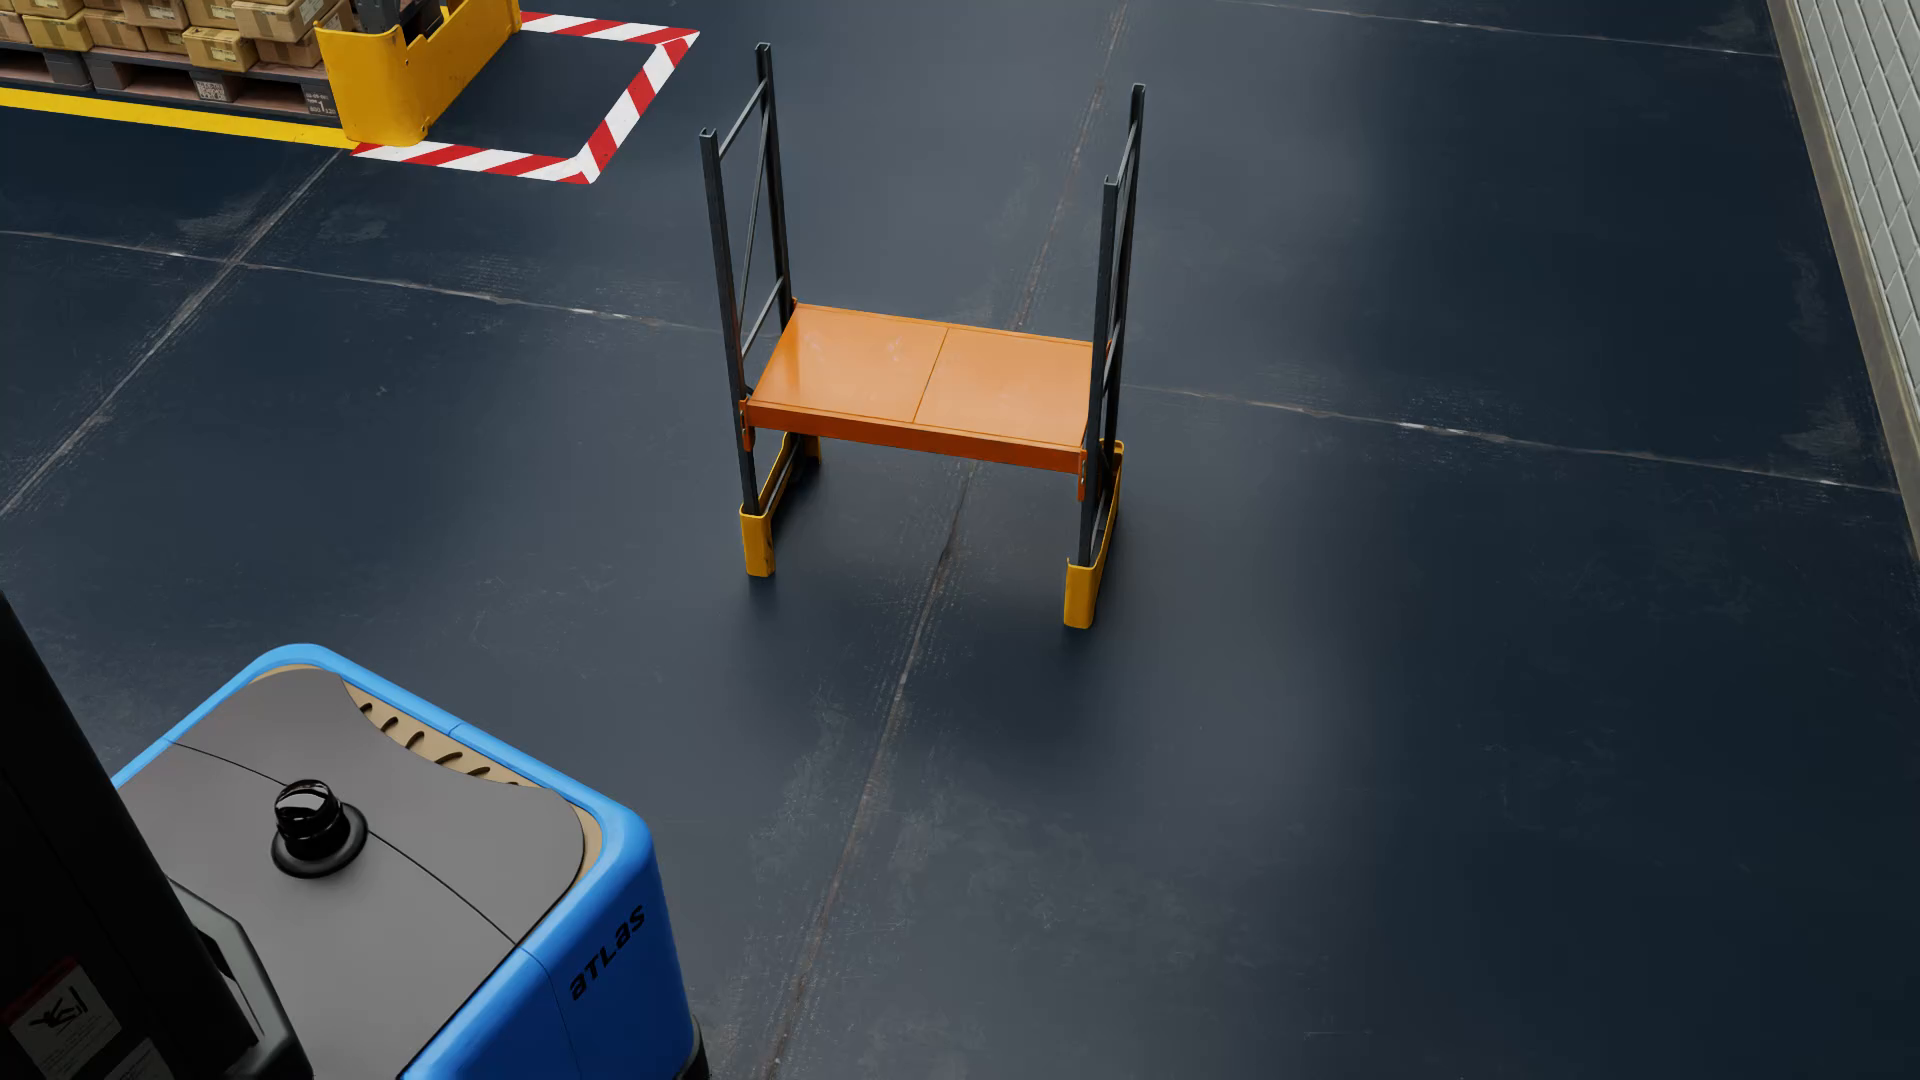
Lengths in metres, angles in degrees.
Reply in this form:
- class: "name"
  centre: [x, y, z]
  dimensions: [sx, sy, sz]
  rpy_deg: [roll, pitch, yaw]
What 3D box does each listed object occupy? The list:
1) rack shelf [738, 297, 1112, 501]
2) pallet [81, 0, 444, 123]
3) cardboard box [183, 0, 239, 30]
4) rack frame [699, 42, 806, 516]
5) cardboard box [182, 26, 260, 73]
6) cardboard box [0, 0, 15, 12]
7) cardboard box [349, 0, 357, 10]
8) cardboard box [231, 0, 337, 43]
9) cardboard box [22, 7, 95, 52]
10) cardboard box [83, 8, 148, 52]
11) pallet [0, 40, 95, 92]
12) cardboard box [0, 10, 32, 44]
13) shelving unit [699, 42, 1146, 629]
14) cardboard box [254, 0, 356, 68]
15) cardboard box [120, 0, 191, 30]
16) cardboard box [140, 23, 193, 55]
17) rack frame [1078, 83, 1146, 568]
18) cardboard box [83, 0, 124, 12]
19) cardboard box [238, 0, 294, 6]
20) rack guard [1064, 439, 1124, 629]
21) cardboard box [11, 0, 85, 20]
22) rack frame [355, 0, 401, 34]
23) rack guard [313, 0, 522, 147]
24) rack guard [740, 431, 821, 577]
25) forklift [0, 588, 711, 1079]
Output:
- class: "rack shelf"
  centre: [-0.083, -0.424, 4.868]
  dimensions: [1.000, 0.185, 0.538]
  rpy_deg: [9, 45, 9]
- class: "pallet"
  centre: [-3.104, -2.279, 7.465]
  dimensions: [1.213, 0.211, 1.003]
  rpy_deg: [9, 45, 9]
- class: "cardboard box"
  centre: [-3.065, -2.319, 7.035]
  dimensions: [0.250, 0.149, 0.380]
  rpy_deg: [8, 44, 8]
- class: "rack frame"
  centre: [-0.579, -0.630, 4.823]
  dimensions: [0.032, 1.500, 0.500]
  rpy_deg: [9, 45, 9]
- class: "cardboard box"
  centre: [-3.077, -2.158, 7.082]
  dimensions: [0.250, 0.149, 0.380]
  rpy_deg: [10, 45, 10]
- class: "cardboard box"
  centre: [-4.084, -2.442, 7.162]
  dimensions: [0.250, 0.149, 0.380]
  rpy_deg: [11, 45, 11]
- class: "cardboard box"
  centre: [-2.686, -2.545, 7.484]
  dimensions: [0.250, 0.149, 0.380]
  rpy_deg: [10, 45, 10]
- class: "cardboard box"
  centre: [-2.822, -2.243, 6.956]
  dimensions: [0.250, 0.149, 0.380]
  rpy_deg: [8, 44, 8]
- class: "cardboard box"
  centre: [-3.822, -2.281, 7.210]
  dimensions: [0.250, 0.149, 0.380]
  rpy_deg: [7, 44, 7]
- class: "cardboard box"
  centre: [-3.559, -2.285, 7.214]
  dimensions: [0.250, 0.149, 0.380]
  rpy_deg: [9, 45, 9]
- class: "pallet"
  centre: [-4.291, -2.465, 7.659]
  dimensions: [1.213, 0.211, 1.003]
  rpy_deg: [9, 45, 9]
- class: "cardboard box"
  centre: [-4.084, -2.336, 7.267]
  dimensions: [0.250, 0.149, 0.380]
  rpy_deg: [10, 45, 10]
- class: "shelving unit"
  centre: [-0.074, -0.552, 4.742]
  dimensions: [1.083, 1.500, 0.587]
  rpy_deg: [9, 45, 9]
- class: "cardboard box"
  centre: [-2.804, -2.188, 7.113]
  dimensions: [0.250, 0.149, 0.380]
  rpy_deg: [10, 45, 10]
- class: "cardboard box"
  centre: [-3.329, -2.321, 7.036]
  dimensions: [0.250, 0.149, 0.380]
  rpy_deg: [7, 44, 7]
- class: "cardboard box"
  centre: [-3.316, -2.256, 7.184]
  dimensions: [0.250, 0.149, 0.380]
  rpy_deg: [9, 45, 9]
- class: "rack frame"
  centre: [0.413, -0.476, 4.663]
  dimensions: [0.032, 1.500, 0.500]
  rpy_deg: [9, 45, 9]
- class: "cardboard box"
  centre: [-3.569, -2.431, 7.151]
  dimensions: [0.250, 0.149, 0.380]
  rpy_deg: [8, 45, 9]
- class: "cardboard box"
  centre: [-2.816, -2.372, 6.875]
  dimensions: [0.250, 0.149, 0.380]
  rpy_deg: [9, 45, 10]
- class: "rack guard"
  centre: [0.412, -0.026, 5.097]
  dimensions: [0.087, 0.250, 0.587]
  rpy_deg: [9, 45, 9]
- class: "cardboard box"
  centre: [-3.837, -2.390, 7.109]
  dimensions: [0.250, 0.149, 0.380]
  rpy_deg: [9, 45, 10]
- class: "rack frame"
  centre: [-2.244, -3.125, 6.334]
  dimensions: [0.127, 3.000, 1.000]
  rpy_deg: [9, 45, 9]
- class: "rack guard"
  centre: [-2.319, -2.236, 7.212]
  dimensions: [0.348, 0.500, 1.175]
  rpy_deg: [9, 45, 9]
- class: "rack guard"
  centre: [-0.560, -0.177, 5.254]
  dimensions: [0.087, 0.250, 0.587]
  rpy_deg: [9, 45, 9]
- class: "forklift"
  centre: [-1.759, 0.960, 2.139]
  dimensions: [1.130, 2.935, 3.031]
  rpy_deg: [23, 48, 22]
